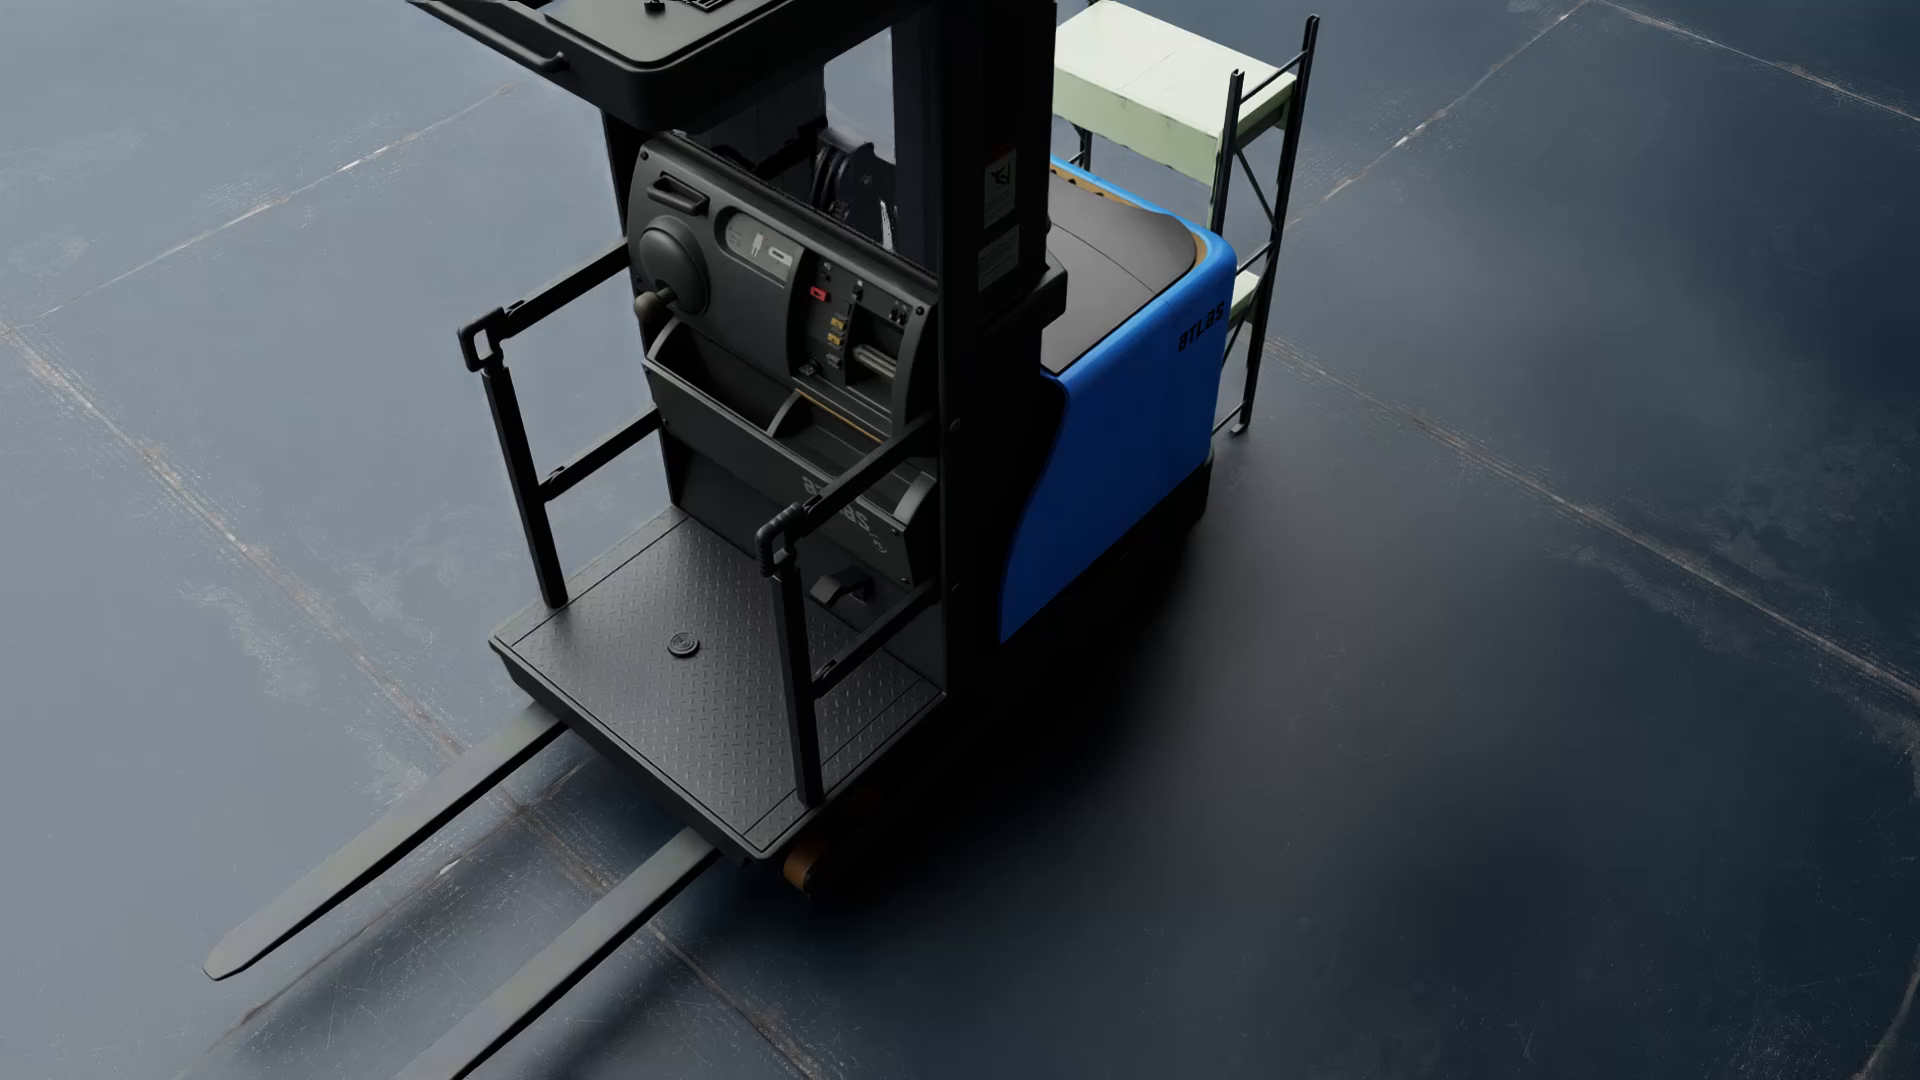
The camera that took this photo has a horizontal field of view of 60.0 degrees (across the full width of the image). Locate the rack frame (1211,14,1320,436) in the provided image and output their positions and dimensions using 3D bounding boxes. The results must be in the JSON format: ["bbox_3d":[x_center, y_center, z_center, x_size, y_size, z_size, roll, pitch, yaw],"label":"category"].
[{"bbox_3d":[0.844,-0.809,4.981,0.023,1.500,0.400,32,55,26],"label":"rack frame"}]

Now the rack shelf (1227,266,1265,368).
[{"bbox_3d":[0.566,-0.760,5.382,0.720,0.370,0.431,32,55,26],"label":"rack shelf"}]

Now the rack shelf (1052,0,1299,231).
[{"bbox_3d":[0.566,-1.250,4.860,0.720,0.370,0.431,32,55,26],"label":"rack shelf"}]

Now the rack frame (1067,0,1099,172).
[{"bbox_3d":[0.288,-1.157,5.307,0.023,1.500,0.400,32,55,26],"label":"rack frame"}]

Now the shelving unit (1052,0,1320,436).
[{"bbox_3d":[0.566,-0.983,5.144,0.755,1.500,0.431,32,55,26],"label":"shelving unit"}]

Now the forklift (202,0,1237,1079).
[{"bbox_3d":[-0.571,-0.499,3.708,1.130,2.935,3.031,33,55,27],"label":"forklift"}]
